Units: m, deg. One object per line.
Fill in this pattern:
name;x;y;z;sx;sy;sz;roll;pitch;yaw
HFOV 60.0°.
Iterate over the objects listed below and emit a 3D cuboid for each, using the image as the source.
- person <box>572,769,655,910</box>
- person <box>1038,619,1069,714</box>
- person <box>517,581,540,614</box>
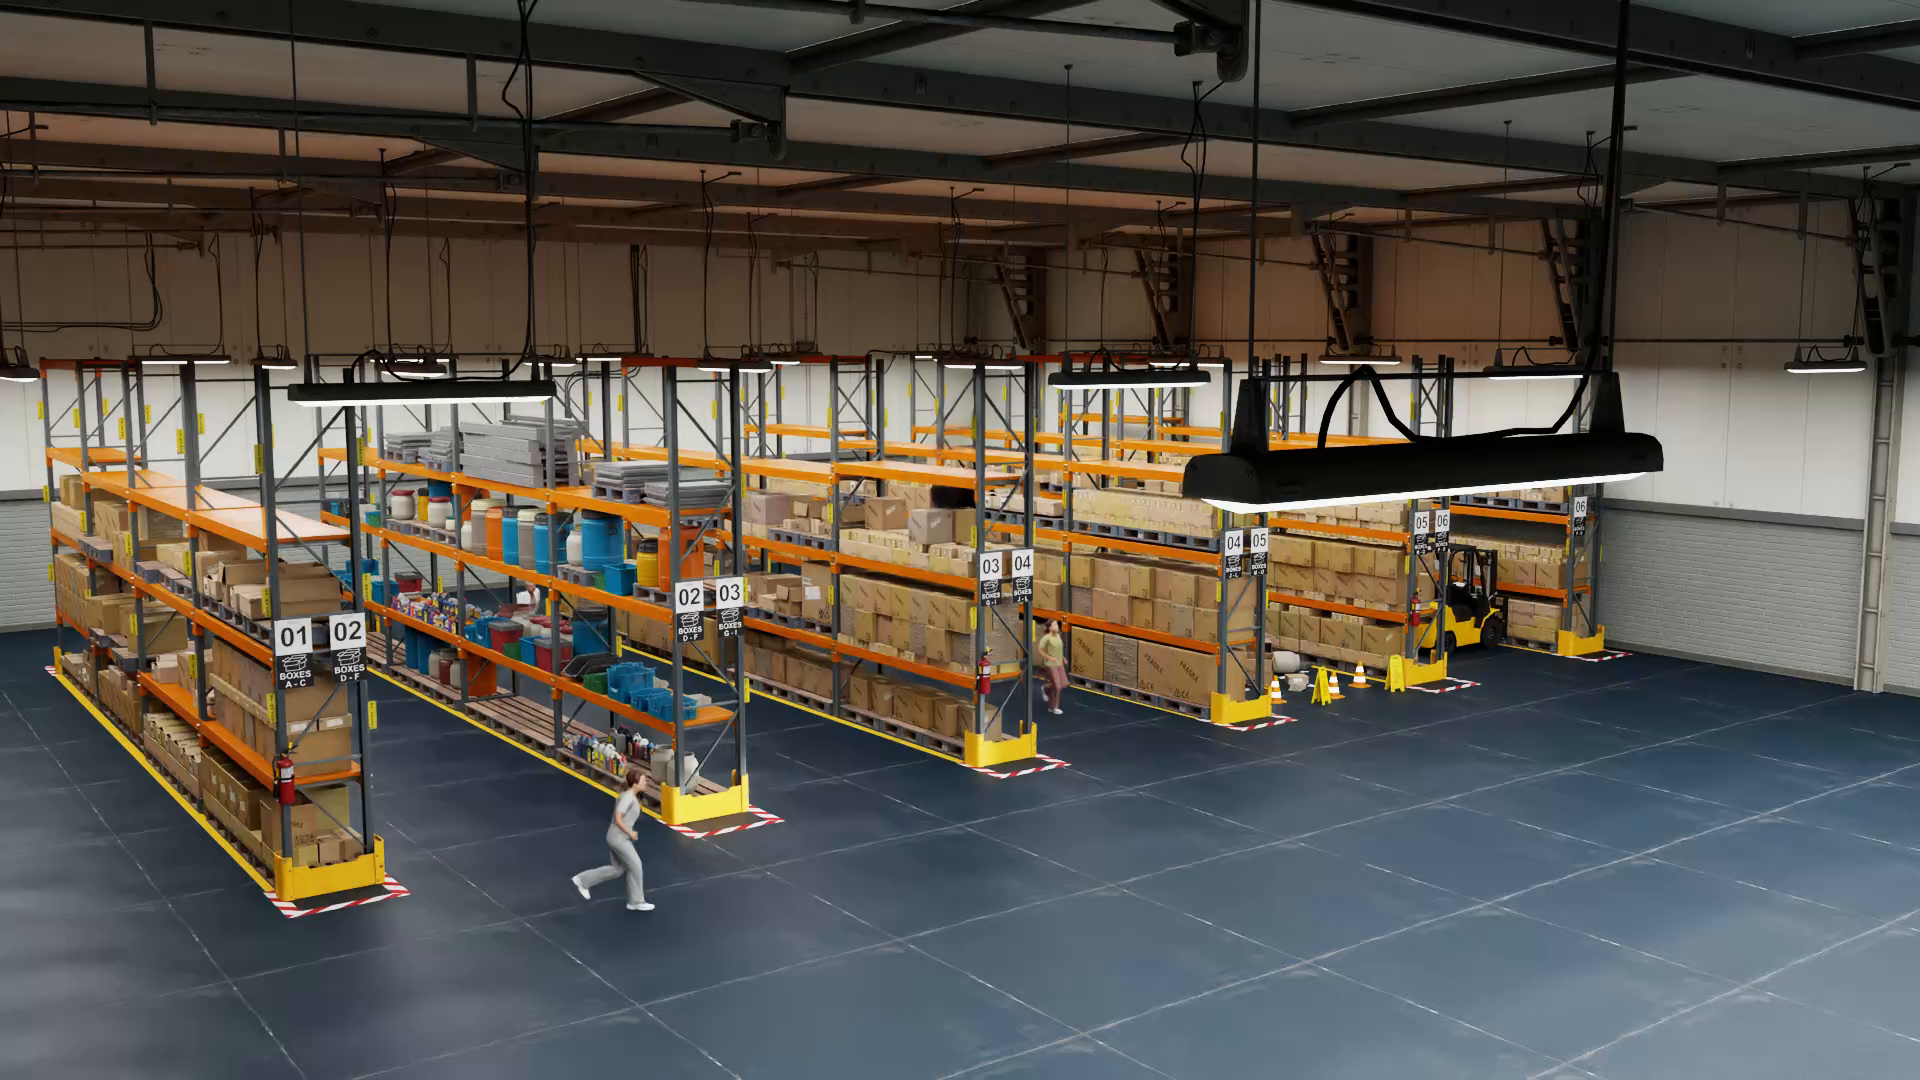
person;-3.854;3.343;18.401;0.888;1.621;0.550;-1;7;-5
person;1.555;2.138;28.320;0.566;1.630;0.554;6;9;42
person;-8.346;1.608;32.114;0.689;1.728;0.974;-6;9;-40
